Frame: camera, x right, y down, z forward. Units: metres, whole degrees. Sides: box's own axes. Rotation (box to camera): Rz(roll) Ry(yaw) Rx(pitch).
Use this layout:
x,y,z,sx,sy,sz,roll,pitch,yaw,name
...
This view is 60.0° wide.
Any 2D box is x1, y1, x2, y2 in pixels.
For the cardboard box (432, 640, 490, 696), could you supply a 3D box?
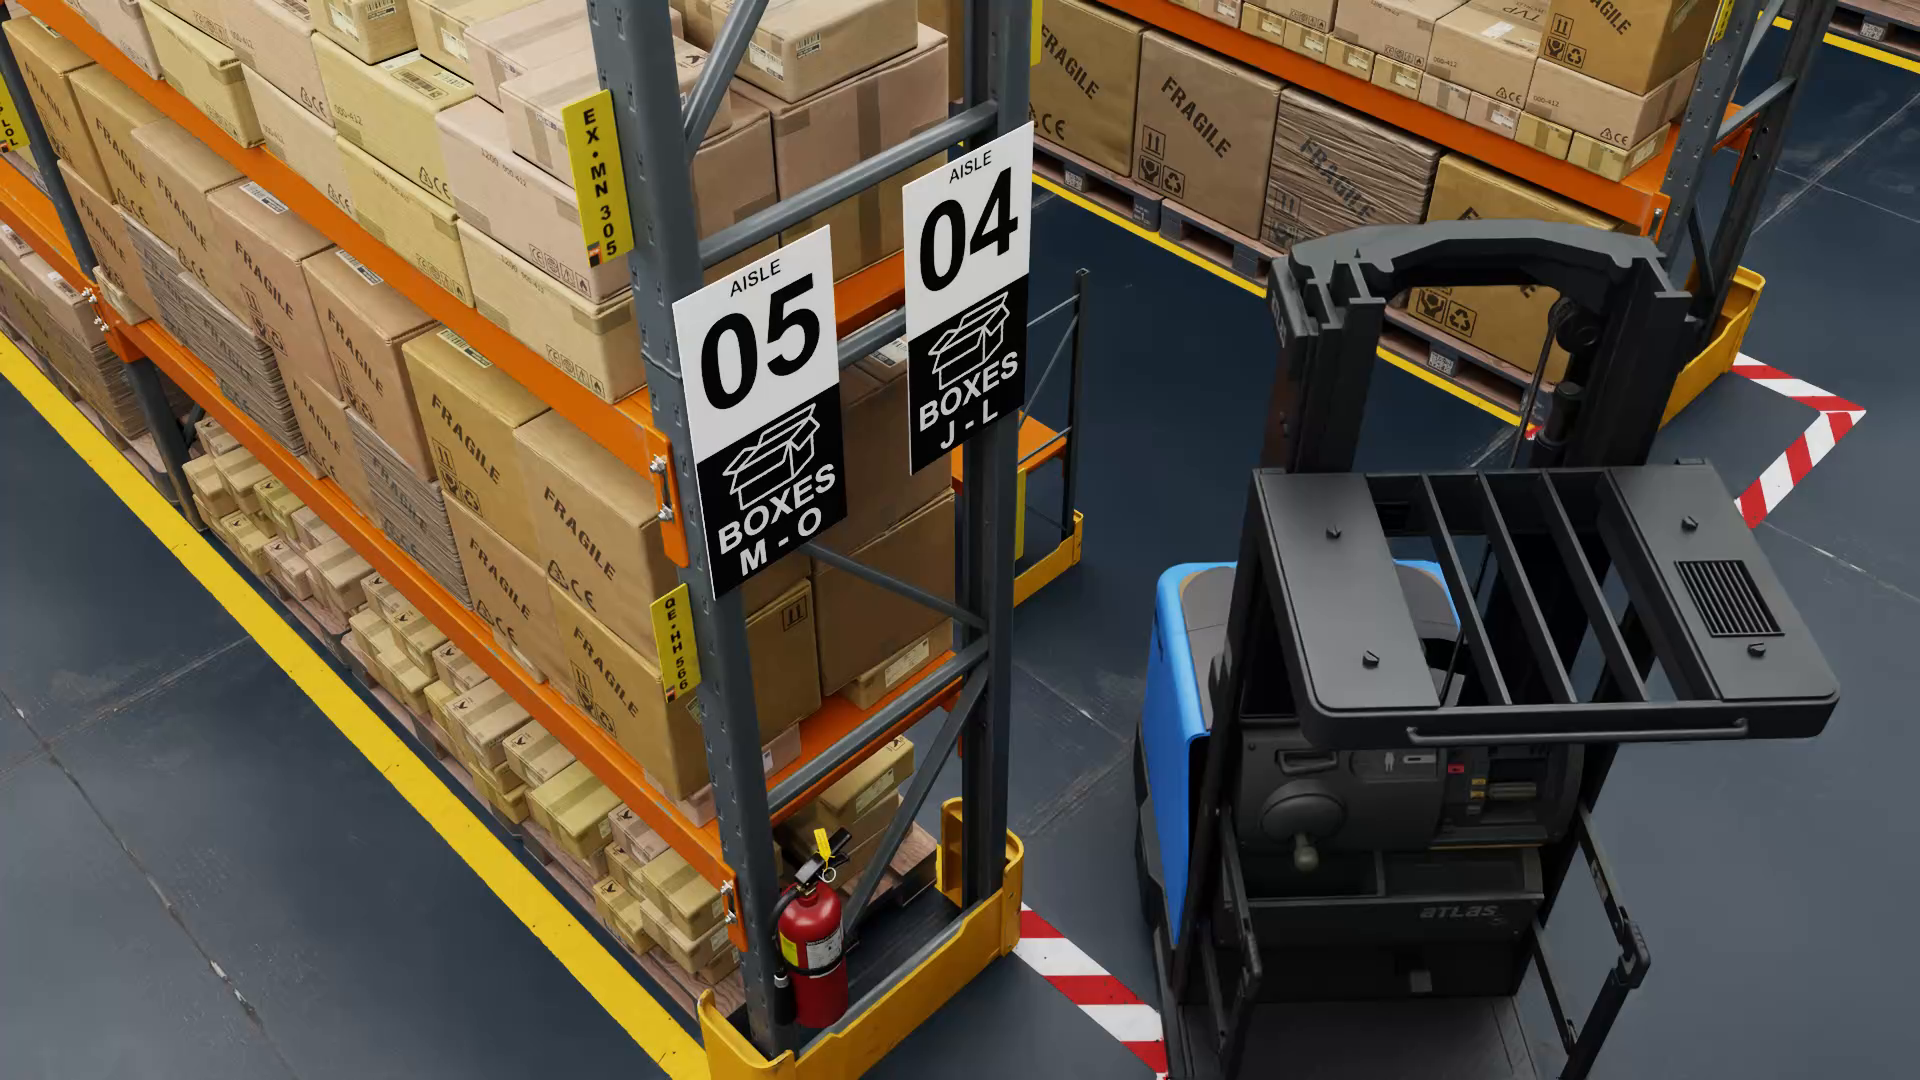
x,y,z,sx,sy,sz,roll,pitch,yaw,name
-1.680,0.418,6.058,0.250,0.149,0.380,32,52,30,cardboard box

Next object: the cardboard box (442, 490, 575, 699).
x,y,z,sx,sy,sz,roll,pitch,yaw,name
-1.102,0.037,4.825,0.500,0.500,0.500,33,52,31,cardboard box

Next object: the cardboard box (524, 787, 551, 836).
x,y,z,sx,sy,sz,roll,pitch,yaw,name
-1.324,0.909,5.964,0.380,0.149,0.250,-34,52,-31,cardboard box

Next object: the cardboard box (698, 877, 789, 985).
x,y,z,sx,sy,sz,roll,pitch,yaw,name
-0.762,1.265,5.579,0.380,0.149,0.250,-33,52,-31,cardboard box

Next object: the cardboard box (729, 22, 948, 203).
x,y,z,sx,sy,sz,roll,pitch,yaw,name
-0.376,-1.045,3.820,0.500,0.250,0.500,-33,52,-31,cardboard box

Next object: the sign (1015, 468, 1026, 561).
x,y,z,sx,sy,sz,roll,pitch,yaw,name
0.142,-0.053,4.577,0.100,0.325,0.005,-34,53,-31,sign

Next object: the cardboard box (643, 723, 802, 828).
x,y,z,sx,sy,sz,roll,pitch,yaw,name
-0.673,0.596,4.697,0.380,0.149,0.250,-34,53,-31,cardboard box

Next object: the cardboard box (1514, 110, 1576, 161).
x,y,z,sx,sy,sz,roll,pitch,yaw,name
2.671,-1.849,7.343,0.380,0.149,0.250,-34,52,-31,cardboard box

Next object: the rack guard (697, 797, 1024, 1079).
x,y,z,sx,sy,sz,roll,pitch,yaw,name
-0.296,1.407,5.477,1.175,0.500,0.348,-34,53,-31,rack guard

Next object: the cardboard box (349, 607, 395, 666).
x,y,z,sx,sy,sz,roll,pitch,yaw,name
-2.099,0.319,6.384,0.250,0.149,0.380,34,52,31,cardboard box

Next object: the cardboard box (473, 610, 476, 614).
x,y,z,sx,sy,sz,roll,pitch,yaw,name
-1.372,0.093,5.241,0.250,0.149,0.380,32,51,30,cardboard box

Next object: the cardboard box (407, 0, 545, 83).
x,y,z,sx,sy,sz,roll,pitch,yaw,name
-0.972,-1.159,3.649,0.250,0.149,0.380,33,52,30,cardboard box

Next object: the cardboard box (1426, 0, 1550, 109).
x,y,z,sx,sy,sz,roll,pitch,yaw,name
2.453,-2.207,7.437,0.500,0.250,0.500,33,52,31,cardboard box

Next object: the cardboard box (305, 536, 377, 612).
x,y,z,sx,sy,sz,roll,pitch,yaw,name
-2.282,0.077,6.427,0.380,0.149,0.250,-33,52,-30,cardboard box

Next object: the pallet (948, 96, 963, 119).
x,y,z,sx,sy,sz,roll,pitch,yaw,name
-0.082,-3.036,10.497,1.003,0.211,1.213,-34,53,-31,pallet

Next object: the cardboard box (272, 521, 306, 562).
x,y,z,sx,sy,sz,roll,pitch,yaw,name
-2.598,-0.107,6.845,0.250,0.149,0.380,34,52,31,cardboard box

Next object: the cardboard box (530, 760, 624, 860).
x,y,z,sx,sy,sz,roll,pitch,yaw,name
-1.205,0.855,5.585,0.250,0.149,0.380,33,52,31,cardboard box

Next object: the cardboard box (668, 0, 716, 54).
x,y,z,sx,sy,sz,roll,pitch,yaw,name
-0.477,-1.247,3.745,0.380,0.149,0.250,-32,51,-30,cardboard box

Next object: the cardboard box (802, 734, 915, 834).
x,y,z,sx,sy,sz,roll,pitch,yaw,name
-0.372,0.785,5.661,0.250,0.149,0.380,32,51,30,cardboard box

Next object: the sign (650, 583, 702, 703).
x,y,z,sx,sy,sz,roll,pitch,yaw,name
-0.650,0.240,3.811,0.100,0.325,0.005,-34,53,-31,sign

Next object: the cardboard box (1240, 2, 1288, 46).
x,y,z,sx,sy,sz,roll,pitch,yaw,name
1.591,-2.583,8.138,0.250,0.149,0.380,33,52,30,cardboard box

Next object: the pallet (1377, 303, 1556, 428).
x,y,z,sx,sy,sz,roll,pitch,yaw,name
2.721,-1.126,8.430,1.003,0.211,1.213,-34,53,-31,pallet

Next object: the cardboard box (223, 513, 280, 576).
x,y,z,sx,sy,sz,roll,pitch,yaw,name
-2.850,-0.047,7.000,0.380,0.149,0.250,-33,52,-30,cardboard box

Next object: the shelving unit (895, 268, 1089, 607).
x,y,z,sx,sy,sz,roll,pitch,yaw,name
-0.054,-0.587,6.898,0.587,1.500,1.083,-34,53,-31,shelving unit

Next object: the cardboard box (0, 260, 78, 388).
x,y,z,sx,sy,sz,roll,pitch,yaw,name
-4.130,-1.115,7.896,0.500,0.500,0.500,33,52,30,cardboard box

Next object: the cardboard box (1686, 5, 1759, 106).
x,y,z,sx,sy,sz,roll,pitch,yaw,name
3.193,-2.218,7.448,0.500,0.250,0.500,33,52,30,cardboard box

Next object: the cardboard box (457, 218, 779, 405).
x,y,z,sx,sy,sz,roll,pitch,yaw,name
-0.751,-0.613,3.721,0.500,0.250,0.500,33,52,31,cardboard box

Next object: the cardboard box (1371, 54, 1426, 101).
x,y,z,sx,sy,sz,roll,pitch,yaw,name
2.134,-2.215,7.739,0.250,0.149,0.380,33,52,31,cardboard box

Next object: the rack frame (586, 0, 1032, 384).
x,y,z,sx,sy,sz,roll,pitch,yaw,name
-0.243,-1.678,2.553,1.000,3.000,0.127,-34,53,-31,rack frame

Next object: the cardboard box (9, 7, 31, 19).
x,y,z,sx,sy,sz,roll,pitch,yaw,name
-3.860,-2.030,6.792,0.250,0.149,0.380,33,52,30,cardboard box

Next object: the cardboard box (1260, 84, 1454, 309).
x,y,z,sx,sy,sz,roll,pitch,yaw,name
2.189,-1.884,8.452,0.875,0.875,0.875,-34,53,-31,cardboard box

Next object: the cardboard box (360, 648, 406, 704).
x,y,z,sx,sy,sz,roll,pitch,yaw,name
-2.093,0.429,6.484,0.250,0.149,0.380,33,52,30,cardboard box

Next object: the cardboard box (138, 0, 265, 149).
x,y,z,sx,sy,sz,roll,pitch,yaw,name
-1.847,-1.346,4.514,0.500,0.250,0.500,-32,51,-30,cardboard box

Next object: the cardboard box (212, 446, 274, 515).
x,y,z,sx,sy,sz,roll,pitch,yaw,name
-2.818,-0.297,6.831,0.380,0.149,0.250,-31,51,-29,cardboard box

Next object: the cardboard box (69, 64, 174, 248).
x,y,z,sx,sy,sz,roll,pitch,yaw,name
-2.544,-1.335,5.572,0.500,0.500,0.500,33,52,30,cardboard box

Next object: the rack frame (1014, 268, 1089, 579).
x,y,z,sx,sy,sz,roll,pitch,yaw,name
0.299,-0.348,6.638,0.500,1.500,0.032,-34,53,-31,rack frame

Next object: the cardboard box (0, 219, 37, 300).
x,y,z,sx,sy,sz,roll,pitch,yaw,name
-4.126,-1.399,7.651,0.500,0.250,0.500,-32,51,-30,cardboard box

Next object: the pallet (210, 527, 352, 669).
x,y,z,sx,sy,sz,roll,pitch,yaw,name
-2.568,-0.067,7.284,1.003,0.211,1.213,-34,53,-31,pallet

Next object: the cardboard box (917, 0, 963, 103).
x,y,z,sx,sy,sz,roll,pitch,yaw,name
0.050,-3.397,10.090,1.225,0.875,0.875,-34,52,-31,cardboard box

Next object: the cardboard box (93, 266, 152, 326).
x,y,z,sx,sy,sz,roll,pitch,yaw,name
-3.099,-1.012,6.437,0.380,0.149,0.250,-32,52,-30,cardboard box

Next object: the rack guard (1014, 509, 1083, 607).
x,y,z,sx,sy,sz,roll,pitch,yaw,name
0.298,0.111,7.063,0.587,0.250,0.087,-34,53,-31,rack guard

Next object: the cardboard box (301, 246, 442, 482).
x,y,z,sx,sy,sz,roll,pitch,yaw,name
-1.473,-0.578,4.753,0.500,0.500,0.500,-31,51,-29,cardboard box

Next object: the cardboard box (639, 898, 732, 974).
x,y,z,sx,sy,sz,roll,pitch,yaw,name
-0.817,1.192,5.439,0.250,0.149,0.380,33,52,30,cardboard box

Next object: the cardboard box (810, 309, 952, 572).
x,y,z,sx,sy,sz,roll,pitch,yaw,name
-0.372,-0.331,4.486,0.500,0.500,0.500,34,52,31,cardboard box

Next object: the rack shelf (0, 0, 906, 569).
x,y,z,sx,sy,sz,roll,pitch,yaw,name
-1.655,-1.273,4.855,1.077,0.370,4.000,-34,53,-31,rack shelf

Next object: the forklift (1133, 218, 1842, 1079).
x,y,z,sx,sy,sz,roll,pitch,yaw,name
1.233,0.781,4.363,1.130,2.935,3.031,-1,43,-1,forklift

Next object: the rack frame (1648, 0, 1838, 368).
x,y,z,sx,sy,sz,roll,pitch,yaw,name
3.341,-1.803,7.109,1.000,3.000,0.127,-34,53,-31,rack frame

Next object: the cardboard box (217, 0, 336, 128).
x,y,z,sx,sy,sz,roll,pitch,yaw,name
-1.470,-1.297,4.093,0.500,0.250,0.500,-33,52,-31,cardboard box

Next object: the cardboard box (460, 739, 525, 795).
x,y,z,sx,sy,sz,roll,pitch,yaw,name
-1.560,0.700,5.971,0.380,0.149,0.250,-33,52,-31,cardboard box

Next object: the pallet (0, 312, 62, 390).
x,y,z,sx,sy,sz,roll,pitch,yaw,name
-4.484,-1.332,8.654,1.003,0.211,1.213,-34,53,-31,pallet

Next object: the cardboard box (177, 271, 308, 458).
x,y,z,sx,sy,sz,roll,pitch,yaw,name
-2.211,-0.691,5.612,0.500,0.500,0.500,33,52,31,cardboard box
